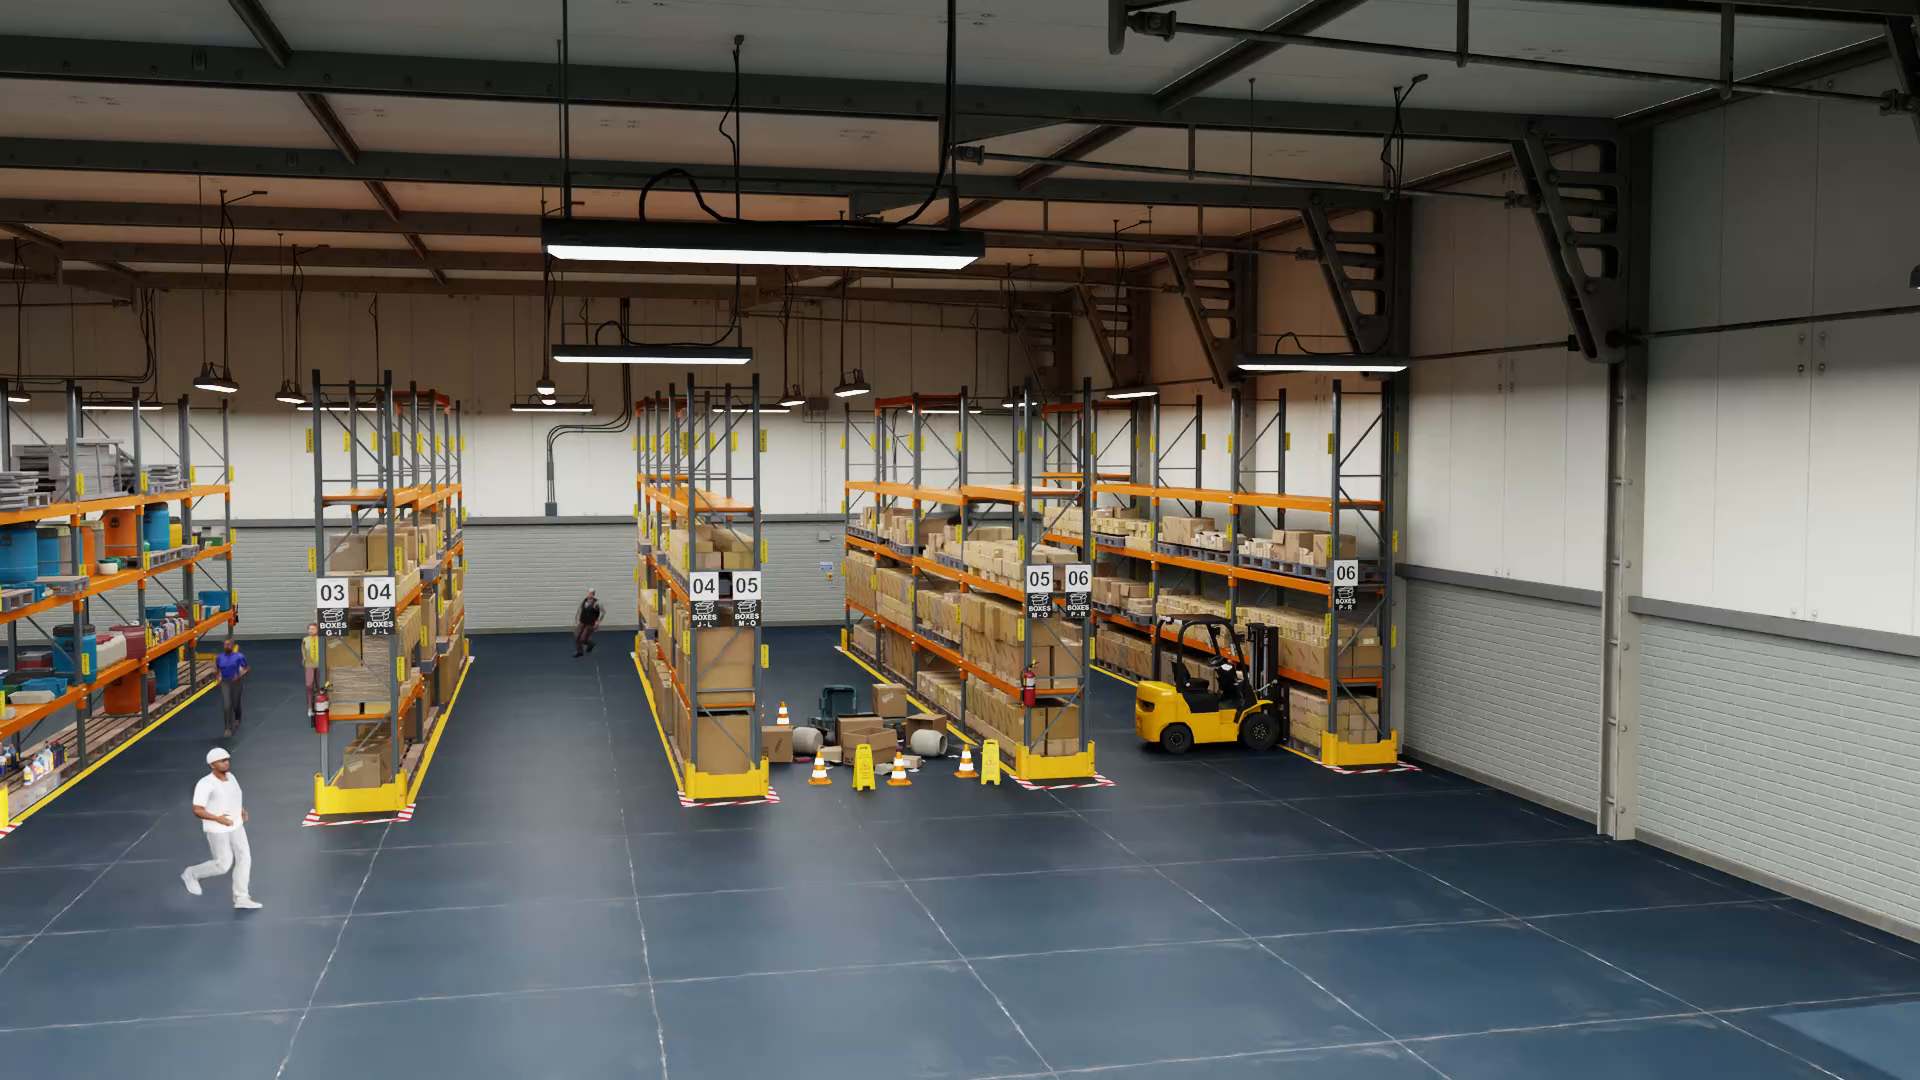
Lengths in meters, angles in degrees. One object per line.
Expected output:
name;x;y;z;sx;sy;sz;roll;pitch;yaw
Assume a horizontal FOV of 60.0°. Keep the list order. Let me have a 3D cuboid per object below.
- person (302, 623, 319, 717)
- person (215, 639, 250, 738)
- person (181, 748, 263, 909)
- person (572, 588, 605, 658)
person;-11.946;2.382;30.887;0.568;1.713;0.819;-1;3;-11
person;-12.491;2.515;28.540;0.573;1.637;0.846;-1;3;-15
person;-7.951;3.103;17.936;0.897;1.736;0.713;1;3;14
person;-8.685;1.945;39.070;0.750;1.637;0.552;2;4;25
